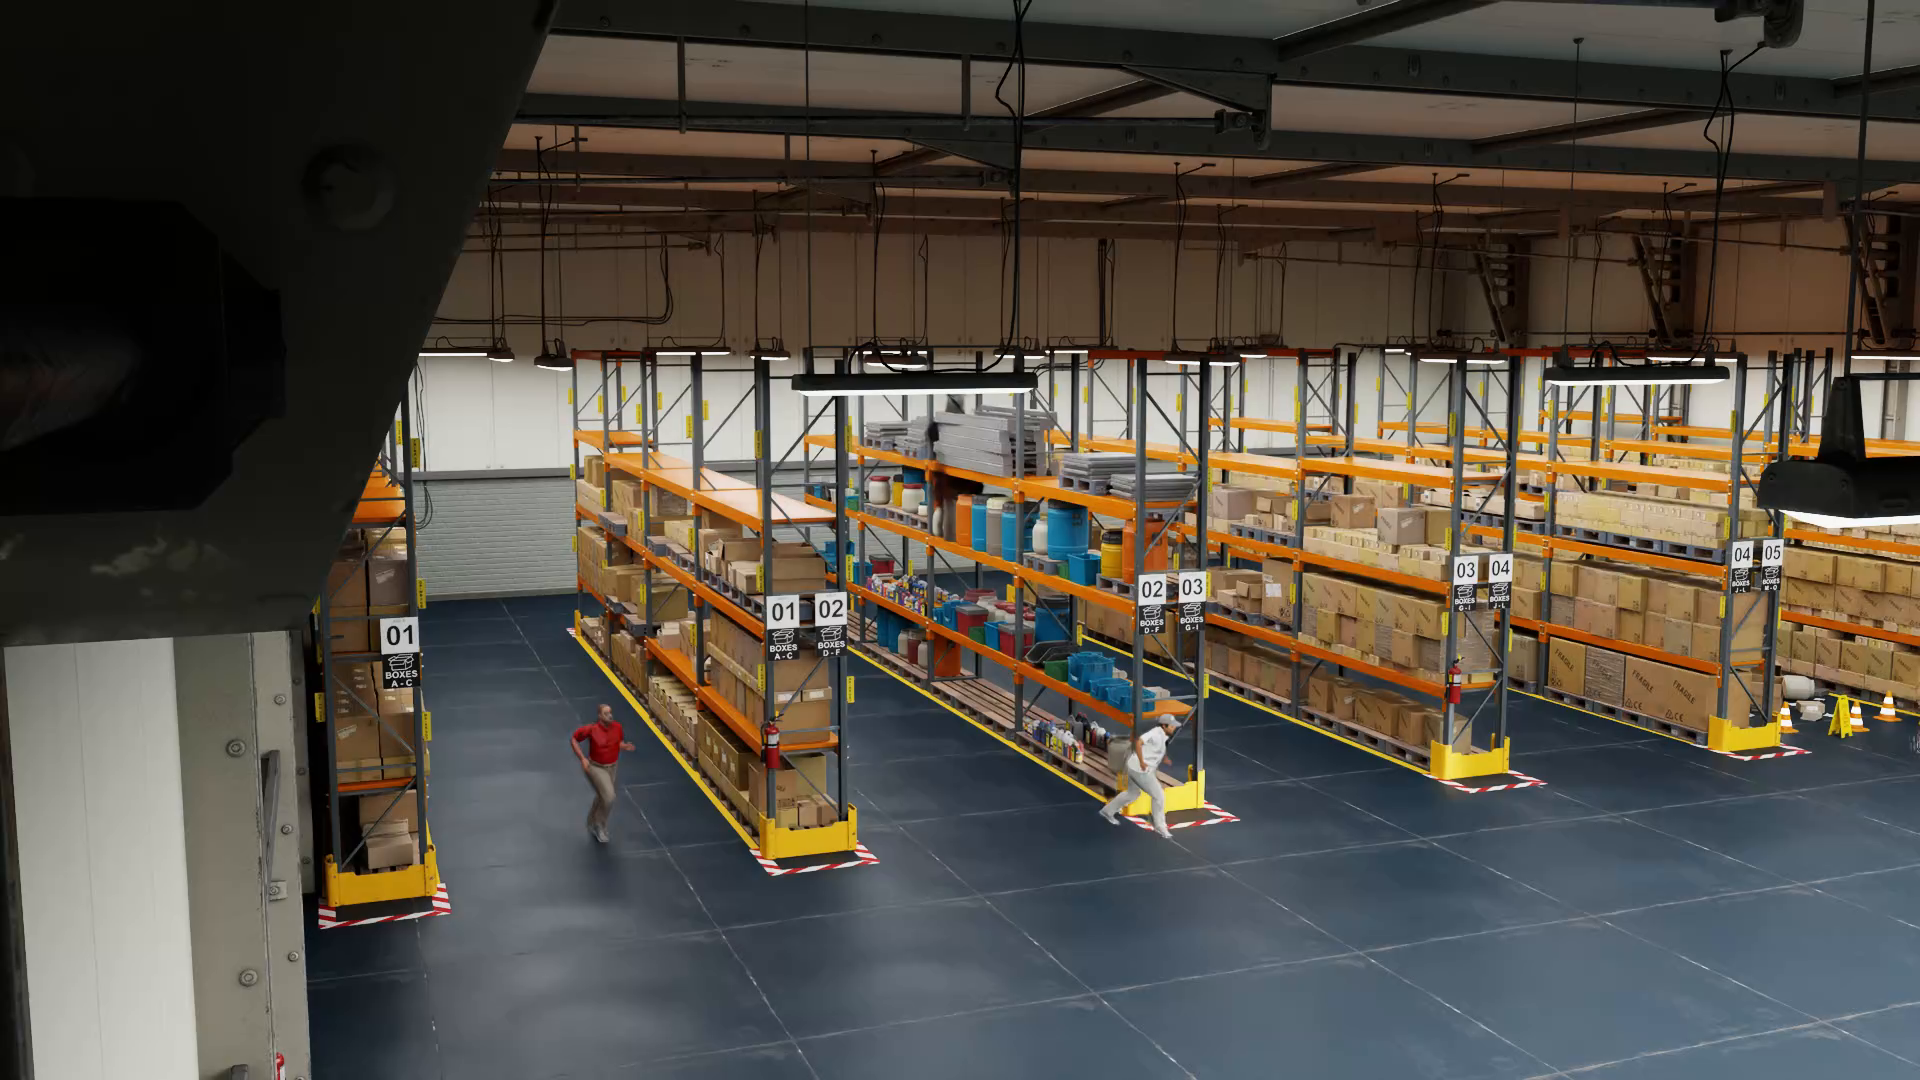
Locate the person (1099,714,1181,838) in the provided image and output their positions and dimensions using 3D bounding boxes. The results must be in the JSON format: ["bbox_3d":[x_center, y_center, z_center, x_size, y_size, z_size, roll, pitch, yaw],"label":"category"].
[{"bbox_3d":[2.268,2.973,21.010,1.037,1.627,0.648,2,7,16],"label":"person"}]

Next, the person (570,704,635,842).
[{"bbox_3d":[-4.455,2.923,20.829,0.814,1.776,0.656,5,9,37],"label":"person"}]
